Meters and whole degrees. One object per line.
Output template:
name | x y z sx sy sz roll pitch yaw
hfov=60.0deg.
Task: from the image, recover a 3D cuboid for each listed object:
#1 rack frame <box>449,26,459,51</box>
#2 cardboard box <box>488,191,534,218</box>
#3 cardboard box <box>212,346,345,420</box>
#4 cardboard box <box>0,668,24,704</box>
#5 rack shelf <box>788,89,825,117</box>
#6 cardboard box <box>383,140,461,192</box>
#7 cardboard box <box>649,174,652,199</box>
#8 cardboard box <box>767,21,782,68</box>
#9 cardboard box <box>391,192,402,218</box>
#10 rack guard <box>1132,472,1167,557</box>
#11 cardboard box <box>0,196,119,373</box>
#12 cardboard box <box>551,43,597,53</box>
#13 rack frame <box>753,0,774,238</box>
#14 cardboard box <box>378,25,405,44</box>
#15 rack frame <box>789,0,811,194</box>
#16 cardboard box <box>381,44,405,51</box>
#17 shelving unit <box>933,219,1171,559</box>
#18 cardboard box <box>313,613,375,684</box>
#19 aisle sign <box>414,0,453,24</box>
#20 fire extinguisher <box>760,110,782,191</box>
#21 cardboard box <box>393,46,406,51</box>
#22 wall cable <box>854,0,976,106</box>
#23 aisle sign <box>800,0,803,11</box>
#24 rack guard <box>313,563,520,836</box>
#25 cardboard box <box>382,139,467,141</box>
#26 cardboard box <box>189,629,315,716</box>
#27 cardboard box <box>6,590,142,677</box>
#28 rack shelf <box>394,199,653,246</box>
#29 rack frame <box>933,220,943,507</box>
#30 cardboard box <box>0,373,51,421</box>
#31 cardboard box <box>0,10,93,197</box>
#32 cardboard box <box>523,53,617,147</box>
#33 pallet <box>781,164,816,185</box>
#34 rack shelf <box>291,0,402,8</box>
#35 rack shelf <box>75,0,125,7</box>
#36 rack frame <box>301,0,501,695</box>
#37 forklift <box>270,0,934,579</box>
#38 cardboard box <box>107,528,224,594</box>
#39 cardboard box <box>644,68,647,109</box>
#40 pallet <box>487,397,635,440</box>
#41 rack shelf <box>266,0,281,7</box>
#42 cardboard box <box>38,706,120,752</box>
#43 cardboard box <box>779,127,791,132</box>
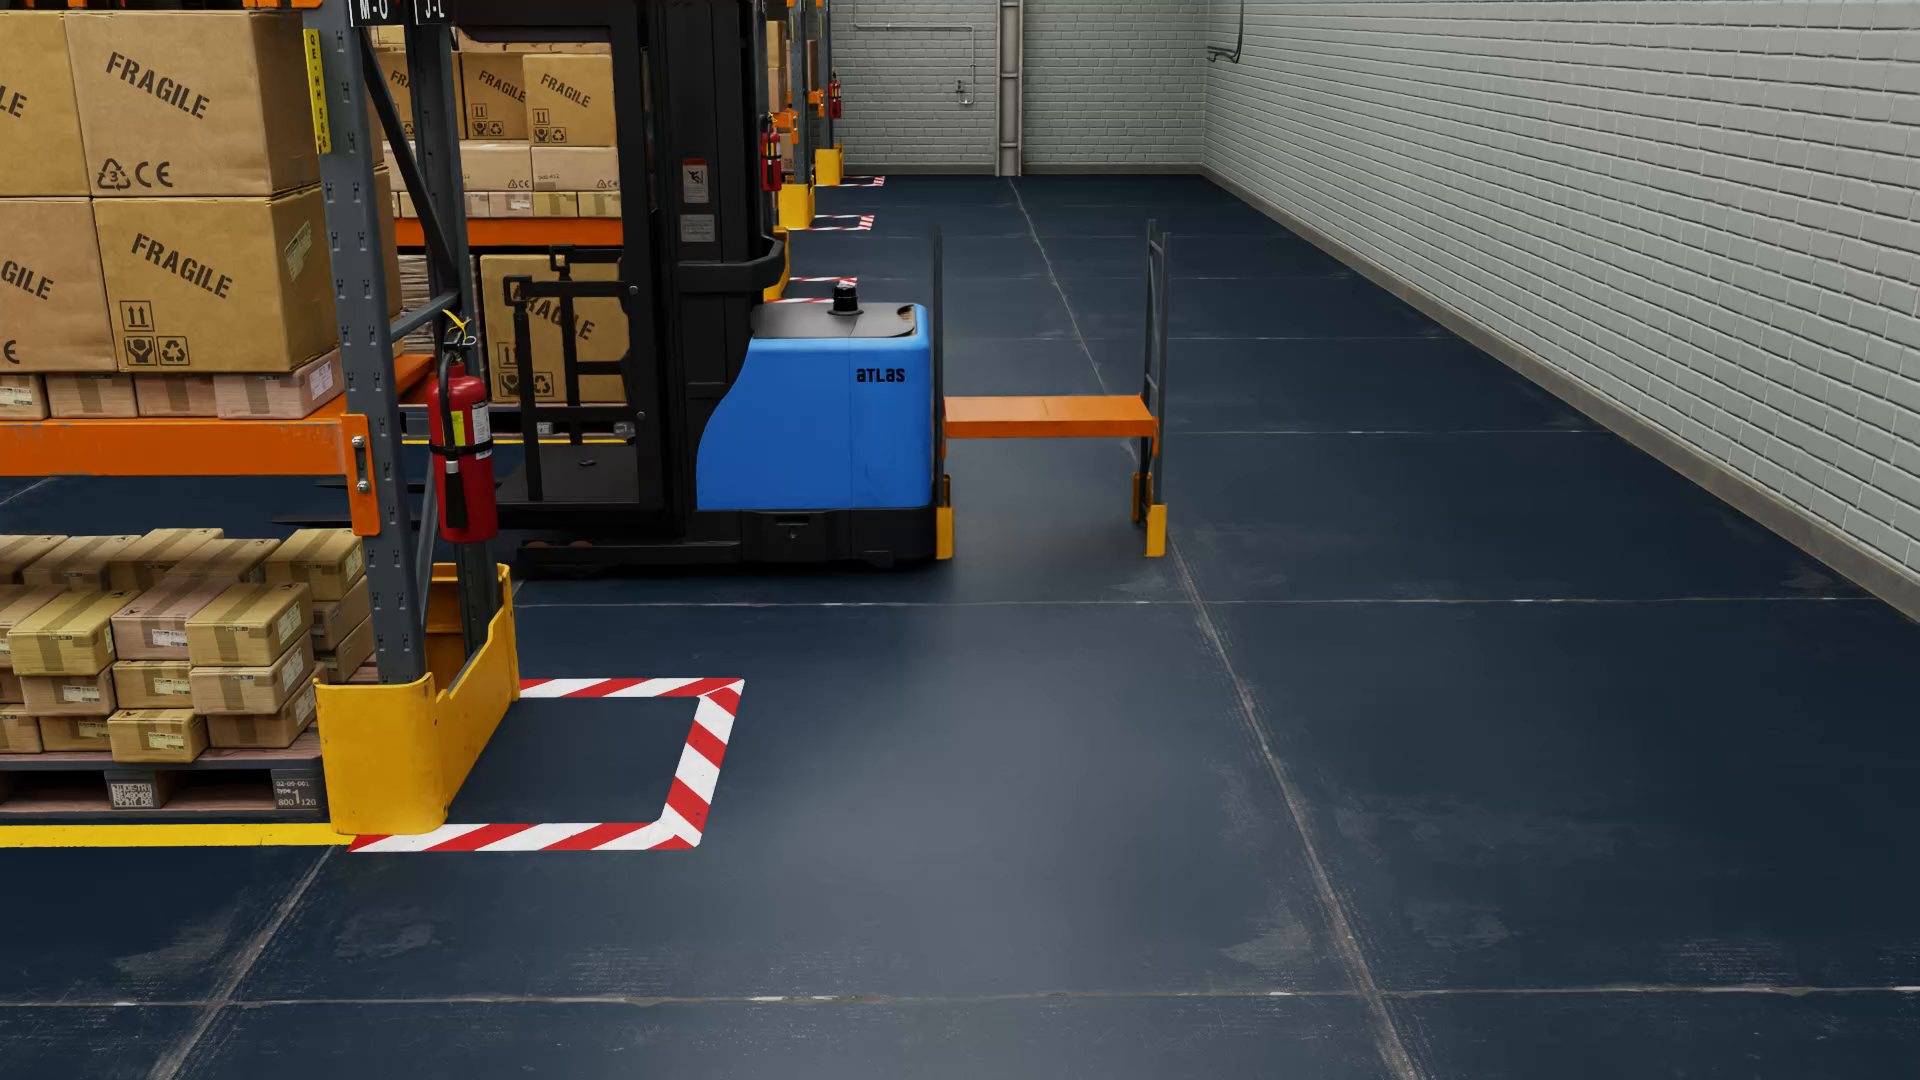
rack frame | -5.867 -5.209 19.376 0.127 3.000 1.000 0 18 -1
cardboard box | -2.578 -1.979 9.716 0.250 0.149 0.380 0 18 -1
cardboard box | -2.059 -0.480 5.045 0.250 0.149 0.380 0 18 -1
cardboard box | -3.050 0.391 5.411 0.250 0.149 0.380 0 18 -2
rack shelf | -3.949 -6.389 24.232 4.000 0.370 1.077 0 18 -1
cardboard box | -3.211 -2.185 9.707 0.500 0.250 0.500 -1 18 -3
cardboard box | -2.075 -2.183 10.352 0.250 0.149 0.380 0 18 0
cardboard box | -2.308 -5.666 19.000 0.500 0.500 0.500 0 18 -1
cardboard box | -3.346 -1.974 9.703 0.250 0.149 0.380 0 18 -1
rack guard | 0.913 -0.130 8.043 0.087 0.250 0.587 -1 18 -2
cardboard box | -2.698 -0.795 4.965 0.500 0.500 0.500 -1 18 -2
cardboard box | -4.361 -5.654 18.963 0.500 0.500 0.500 -1 18 -2
rack frame | -1.793 -3.716 14.720 0.127 3.000 1.000 0 18 -1
cardboard box | -7.943 -7.193 23.649 0.500 0.250 0.500 -1 18 -2
rack frame | -1.867 -5.229 19.436 0.127 3.000 1.000 0 18 -1
cardboard box | -7.918 -6.833 23.753 0.500 0.500 0.500 0 18 1
shelving unit | 0.415 -0.720 7.836 1.083 1.500 0.587 -1 18 -2
cardboard box | -2.266 0.375 5.949 0.250 0.149 0.380 0 18 0
aisle sign | -1.669 -2.018 5.170 0.004 0.787 0.394 0 18 -1
fire extinguisher | -1.635 -3.363 14.359 0.183 0.674 0.296 0 18 -1
cardboard box | -6.344 -5.523 19.503 0.500 0.500 0.700 -6 19 -19
wall cable | -0.684 -7.520 24.917 1.851 1.984 0.084 0 18 -1
aisle sign | -1.794 -6.373 18.749 0.004 0.787 0.394 0 18 -1
rack guard | -1.813 0.503 5.661 0.348 0.500 1.175 0 18 -1
cardboard box | -3.221 -2.348 10.214 0.500 0.250 0.500 -1 18 -3
cardboard box | -2.261 0.418 5.327 0.250 0.149 0.380 -1 18 -2
cardboard box | -2.772 0.290 5.238 0.250 0.149 0.380 -1 18 -2
rack shelf | -3.714 -1.851 10.084 4.000 0.370 1.077 0 18 -1
rack frame | -0.102 -0.714 7.819 0.032 1.500 0.500 -1 18 -2
cardboard box | -2.813 -0.476 5.033 0.250 0.149 0.380 0 18 1
cardboard box | -2.698 -1.272 4.816 0.500 0.500 0.500 -1 18 -3
cardboard box | -2.198 -2.548 9.610 0.500 0.500 0.500 0 18 0
pallet | -2.747 -5.386 24.492 1.213 0.211 1.003 0 18 -1
rack shelf | -3.737 -1.764 4.902 4.000 0.370 1.077 0 18 -1
rack shelf | -7.867 -6.285 18.998 4.000 0.370 1.077 0 18 -1
rack frame | -1.737 -0.688 5.281 0.127 3.000 1.000 0 18 -1
forklift | -1.647 -1.385 7.568 3.031 2.935 1.130 -1 18 -2
cardboard box | -2.794 0.085 5.876 0.250 0.149 0.380 0 18 -1
cardboard box | -3.328 -5.187 19.142 0.500 0.500 0.500 0 18 0
pallet | -2.513 -0.847 10.344 1.213 0.211 1.003 0 18 -1
rack shelf | -3.793 -4.792 14.342 4.000 0.370 1.077 0 18 -1
cardboard box | -2.781 0.543 5.423 0.250 0.149 0.380 0 18 -1
cardboard box | -2.526 -6.088 24.458 0.250 0.149 0.380 0 18 0
